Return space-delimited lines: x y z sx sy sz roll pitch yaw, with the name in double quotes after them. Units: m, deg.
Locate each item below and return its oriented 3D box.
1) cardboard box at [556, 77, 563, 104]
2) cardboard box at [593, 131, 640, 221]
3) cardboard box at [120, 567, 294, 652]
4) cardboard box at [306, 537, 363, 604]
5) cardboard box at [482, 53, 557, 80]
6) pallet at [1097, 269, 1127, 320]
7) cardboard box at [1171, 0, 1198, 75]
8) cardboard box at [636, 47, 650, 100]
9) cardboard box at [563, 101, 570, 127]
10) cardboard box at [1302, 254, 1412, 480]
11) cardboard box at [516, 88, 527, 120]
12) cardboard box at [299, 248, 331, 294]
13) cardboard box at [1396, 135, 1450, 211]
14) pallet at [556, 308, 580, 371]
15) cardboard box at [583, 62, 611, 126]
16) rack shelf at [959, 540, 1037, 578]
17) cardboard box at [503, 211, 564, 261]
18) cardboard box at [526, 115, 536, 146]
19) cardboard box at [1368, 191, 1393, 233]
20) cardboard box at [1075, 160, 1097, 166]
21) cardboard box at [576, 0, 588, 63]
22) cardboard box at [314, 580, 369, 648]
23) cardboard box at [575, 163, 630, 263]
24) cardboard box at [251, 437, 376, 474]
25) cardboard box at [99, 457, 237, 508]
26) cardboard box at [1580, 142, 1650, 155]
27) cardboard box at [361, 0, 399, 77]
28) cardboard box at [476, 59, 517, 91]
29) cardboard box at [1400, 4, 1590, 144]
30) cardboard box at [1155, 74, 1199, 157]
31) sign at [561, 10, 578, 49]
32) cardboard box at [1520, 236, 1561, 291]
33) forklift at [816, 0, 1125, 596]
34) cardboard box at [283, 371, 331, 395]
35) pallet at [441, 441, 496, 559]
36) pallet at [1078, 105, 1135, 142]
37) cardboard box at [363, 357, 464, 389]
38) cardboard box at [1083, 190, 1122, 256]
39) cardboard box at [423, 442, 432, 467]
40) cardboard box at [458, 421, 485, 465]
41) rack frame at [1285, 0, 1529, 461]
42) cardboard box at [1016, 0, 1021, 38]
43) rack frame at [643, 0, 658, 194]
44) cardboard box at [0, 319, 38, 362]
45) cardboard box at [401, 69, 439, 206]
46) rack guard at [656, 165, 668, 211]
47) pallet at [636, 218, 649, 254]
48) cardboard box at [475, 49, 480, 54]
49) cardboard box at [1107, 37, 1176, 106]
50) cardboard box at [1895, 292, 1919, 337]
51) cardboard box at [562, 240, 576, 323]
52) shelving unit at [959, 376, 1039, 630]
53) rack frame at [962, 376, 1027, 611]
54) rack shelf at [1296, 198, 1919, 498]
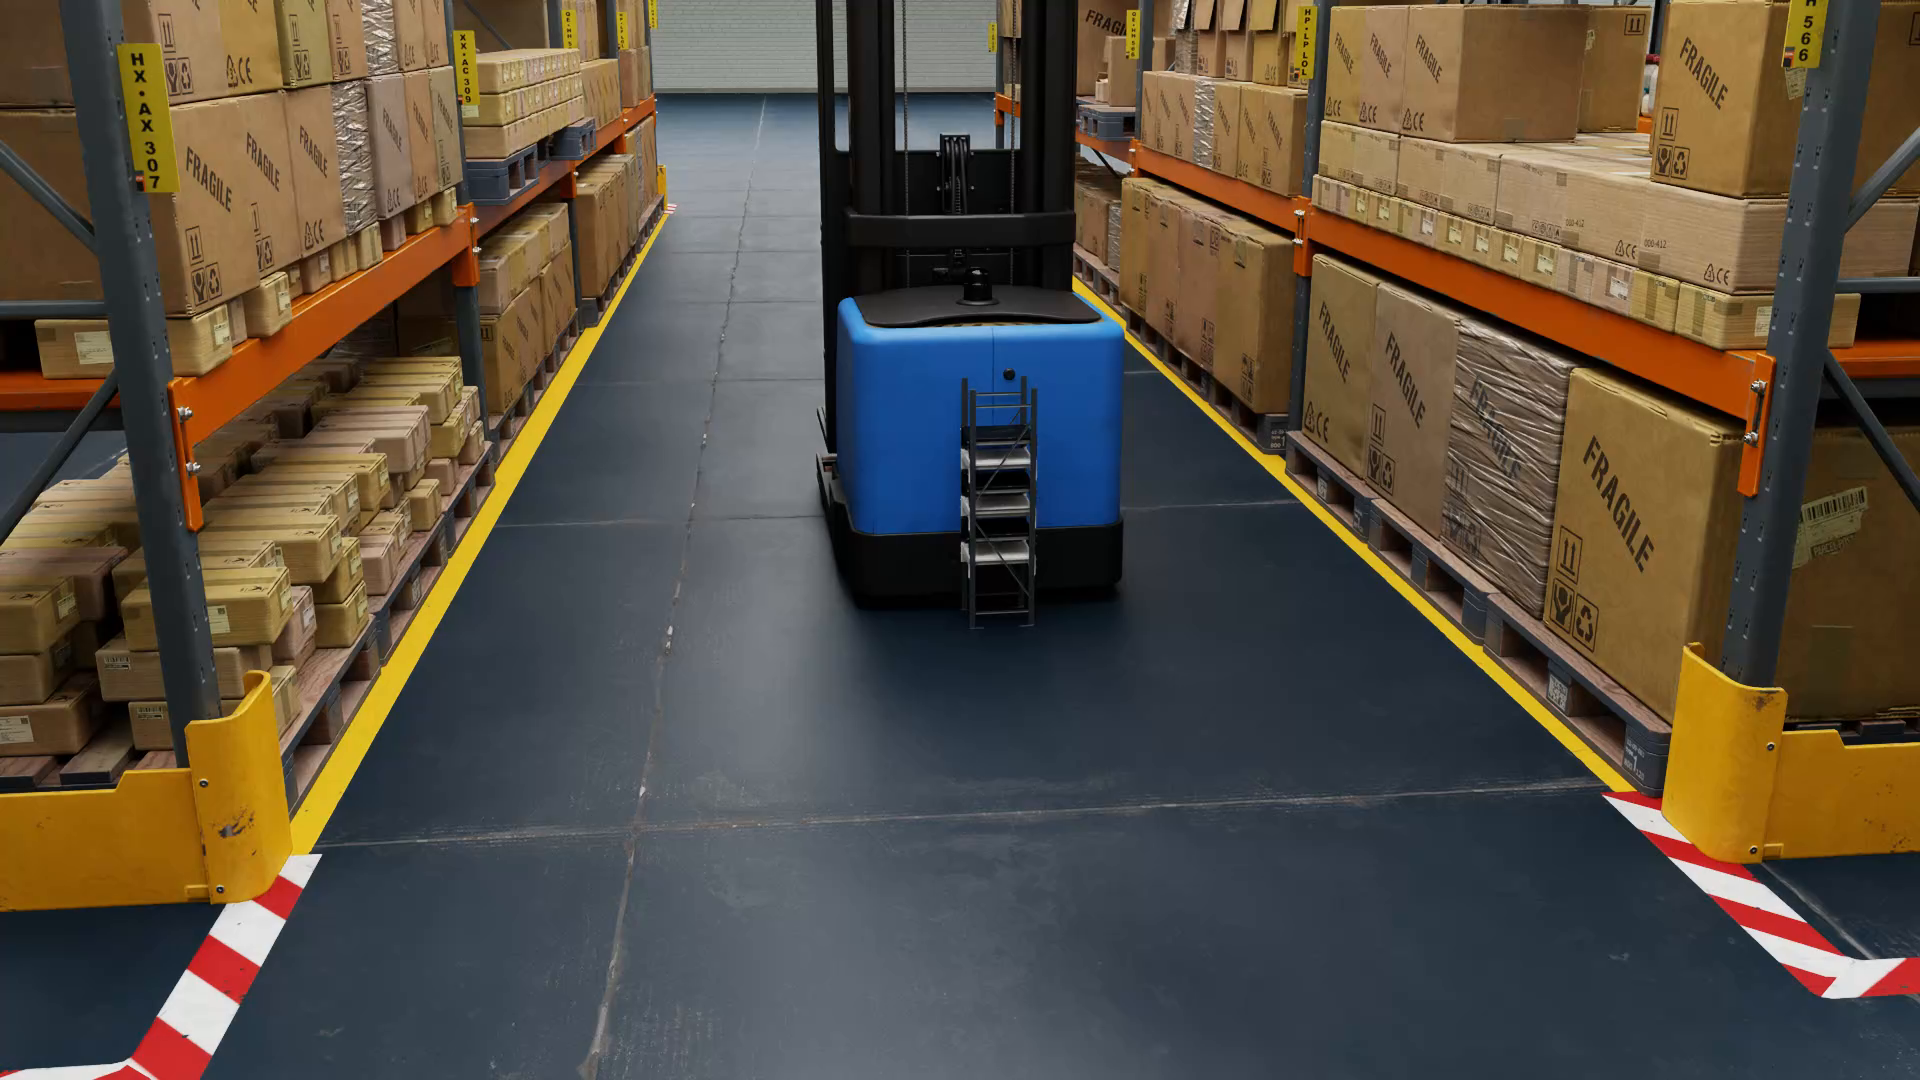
-2.585 -2.686 9.945 0.380 0.149 0.250 -2 18 -6 "cardboard box"
-3.604 -3.471 16.071 0.875 0.875 0.875 -2 17 -5 "cardboard box"
-2.087 0.190 4.629 0.380 0.149 0.250 -3 18 -8 "cardboard box"
-2.174 0.101 5.409 0.380 0.149 0.250 -1 17 -4 "cardboard box"
-2.559 -2.750 9.654 0.380 0.149 0.250 -1 17 -3 "cardboard box"
1.668 -1.928 12.967 1.003 0.211 1.213 -2 18 -6 "pallet"
1.807 -3.334 10.947 0.797 0.503 0.637 -1 17 -4 "cardboard box"
-3.860 -5.086 18.118 0.875 0.550 0.550 -2 18 -6 "cardboard box"
-2.615 -2.626 10.251 0.380 0.149 0.250 -2 18 -6 "cardboard box"
2.149 -0.822 7.633 0.875 0.875 0.875 -2 18 -6 "cardboard box"
-2.423 -2.219 8.459 0.380 0.149 0.250 -1 17 -4 "cardboard box"
-2.284 -0.891 5.428 0.380 0.149 0.250 -2 18 -7 "cardboard box"
2.053 -1.454 6.554 0.500 0.250 0.500 -1 17 -4 "cardboard box"
-3.117 -1.340 11.091 1.003 0.211 1.213 -2 18 -6 "pallet"
-3.185 -3.694 13.768 0.500 0.500 0.500 -2 17 -5 "cardboard box"
0.140 0.069 6.168 0.258 0.077 0.200 -2 18 -8 "rack shelf"
-2.802 -1.923 10.513 0.500 0.250 0.500 -2 17 -5 "cardboard box"
-2.448 -2.155 8.752 0.380 0.149 0.250 -2 18 -5 "cardboard box"
1.943 -1.381 6.987 0.380 0.149 0.250 -2 18 -7 "cardboard box"
1.125 -3.699 17.423 0.500 0.500 0.500 -3 18 -11 "cardboard box"
-3.445 -4.168 13.609 0.700 0.500 0.500 -2 18 -5 "cardboard box"
-2.165 0.246 5.445 0.380 0.149 0.250 -2 17 -5 "cardboard box"
-3.360 -2.752 13.989 1.050 0.750 0.750 -2 18 -6 "cardboard box"
-2.364 -0.273 6.105 0.380 0.149 0.250 -2 18 -6 "cardboard box"
-2.763 -0.183 5.816 0.380 0.149 0.250 -2 18 -7 "cardboard box"
2.624 -1.324 6.140 0.500 0.250 0.500 -2 18 -7 "cardboard box"
-2.369 -1.939 6.014 0.500 0.500 0.500 -1 17 -4 "cardboard box"
-2.402 -2.290 8.188 0.380 0.149 0.250 -1 17 -4 "cardboard box"
2.057 -1.810 6.436 0.500 0.500 0.500 -2 18 -7 "cardboard box"
1.583 -2.767 10.815 0.500 0.500 0.500 -2 18 -7 "cardboard box"
-2.658 -3.437 11.316 0.100 0.325 0.005 -2 18 -6 "sign"
2.102 -0.923 5.528 0.380 0.149 0.250 -2 18 -7 "cardboard box"
-0.088 -1.585 7.334 1.130 2.935 3.031 -2 18 -8 "forklift"
-2.985 -0.642 7.280 0.380 0.149 0.250 -1 17 -3 "cardboard box"
-2.679 -0.182 7.403 1.003 0.211 1.213 -2 18 -6 "pallet"
1.568 -3.143 12.502 1.213 0.211 1.003 -2 18 -6 "pallet"
-2.488 -0.737 7.582 0.380 0.149 0.250 -1 17 -4 "cardboard box"
1.466 -2.742 14.342 0.700 0.500 0.500 -3 18 -10 "cardboard box"
-2.421 -0.372 6.916 0.380 0.149 0.250 -2 18 -5 "cardboard box"
-2.404 -0.445 7.645 0.380 0.149 0.250 -2 17 -5 "cardboard box"
2.160 -1.834 8.012 1.000 3.000 0.127 -2 18 -6 "rack frame"
0.863 -5.457 17.218 0.500 0.500 0.500 -2 18 -6 "cardboard box"
-4.022 -5.286 19.007 1.000 3.000 0.127 -2 18 -6 "rack frame"
-2.674 -0.563 4.382 0.380 0.149 0.250 -2 18 -6 "cardboard box"
-2.401 -1.611 6.636 0.500 0.500 0.500 -2 18 -7 "cardboard box"
-4.024 -4.101 19.405 1.175 0.500 0.348 -2 18 -6 "rack guard"
-3.610 -2.993 16.358 1.003 0.211 1.213 -2 18 -6 "pallet"
-3.341 -3.122 10.839 0.380 0.149 0.250 -2 18 -6 "cardboard box"
1.495 -3.597 12.758 0.700 0.500 0.500 1 17 3 "cardboard box"
2.864 -0.639 4.623 0.380 0.149 0.250 -2 17 -5 "cardboard box"
-2.868 -1.723 11.128 0.500 0.500 0.500 -2 18 -6 "cardboard box"
0.140 -0.135 6.104 0.258 0.900 0.210 -2 18 -8 "shelving unit"
0.126 -0.165 6.200 0.240 0.900 0.006 -2 18 -8 "rack frame"
2.366 -0.895 6.221 1.077 0.370 4.000 -2 18 -6 "rack shelf"
